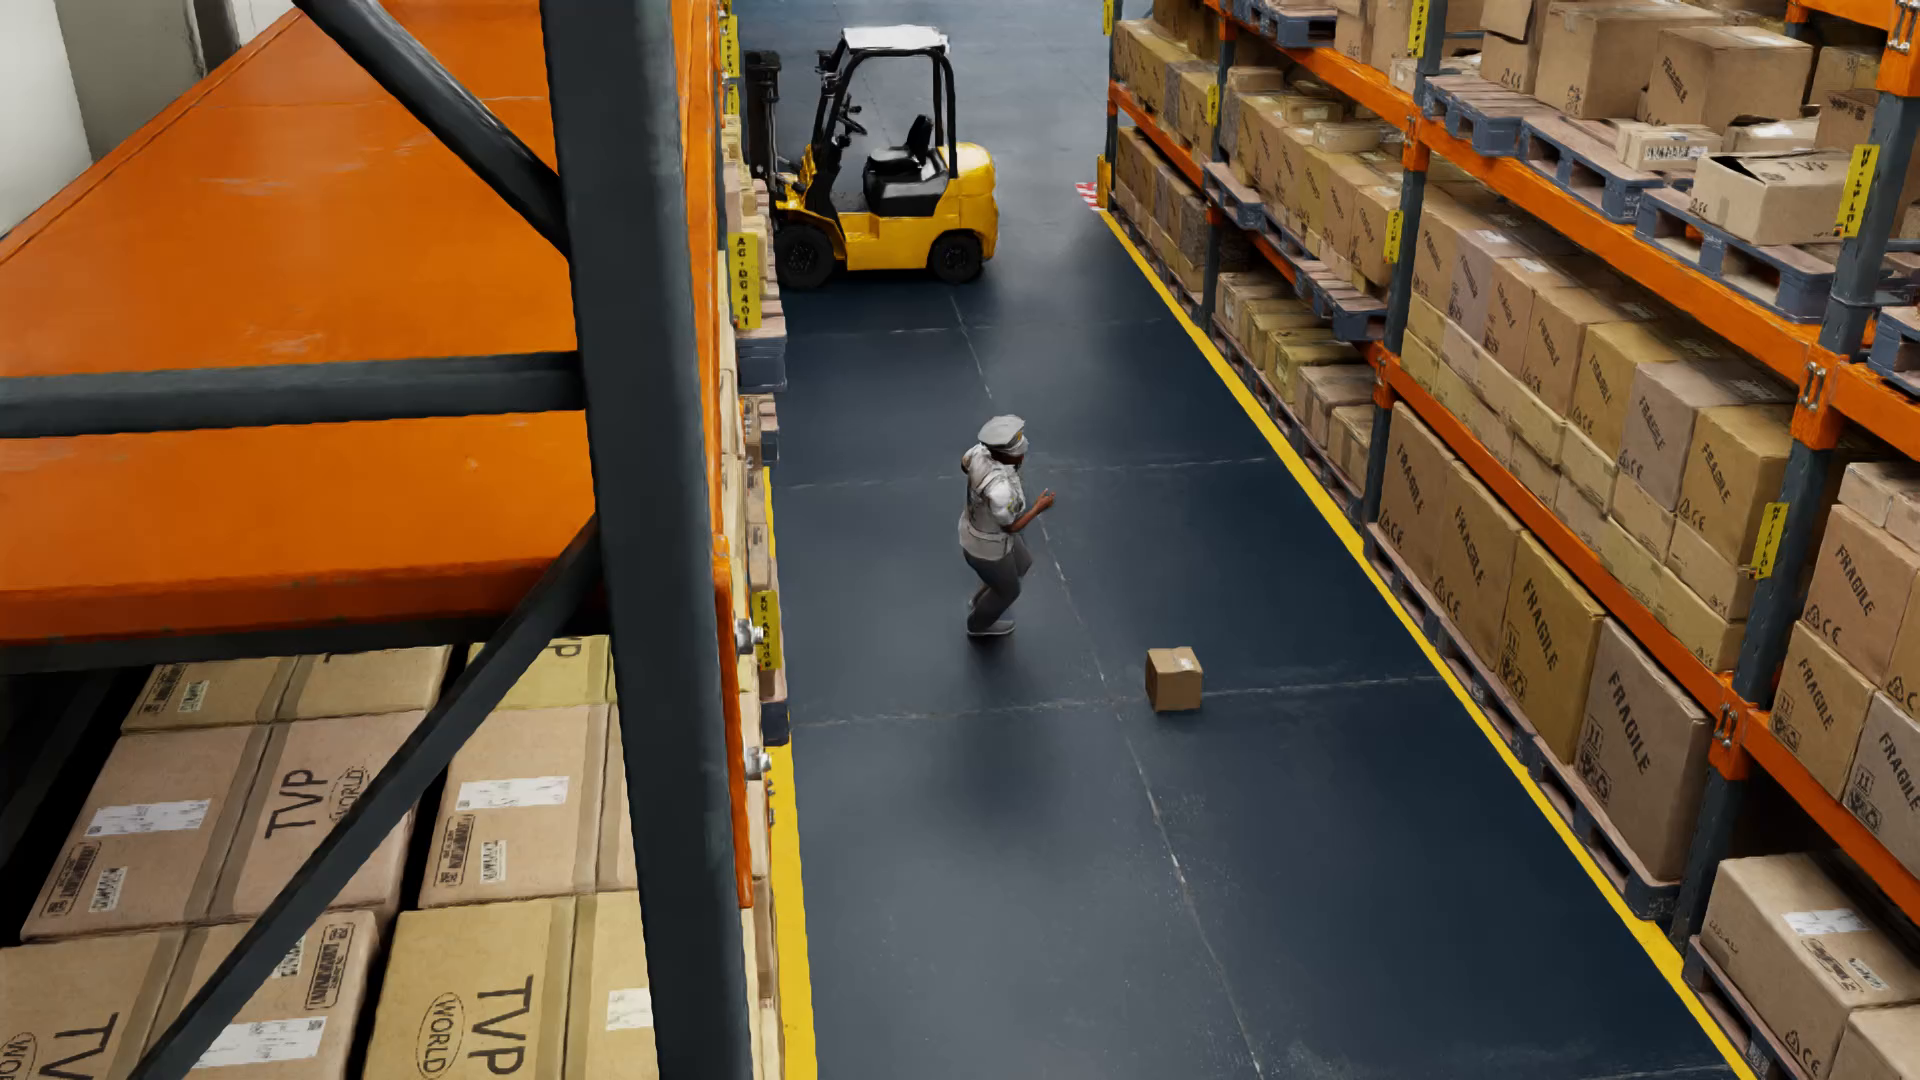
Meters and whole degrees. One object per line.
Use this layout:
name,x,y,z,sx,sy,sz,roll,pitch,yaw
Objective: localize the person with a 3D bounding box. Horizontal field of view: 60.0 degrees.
person,0.251,-0.069,9.331,0.544,1.554,0.864,-3,27,-6
